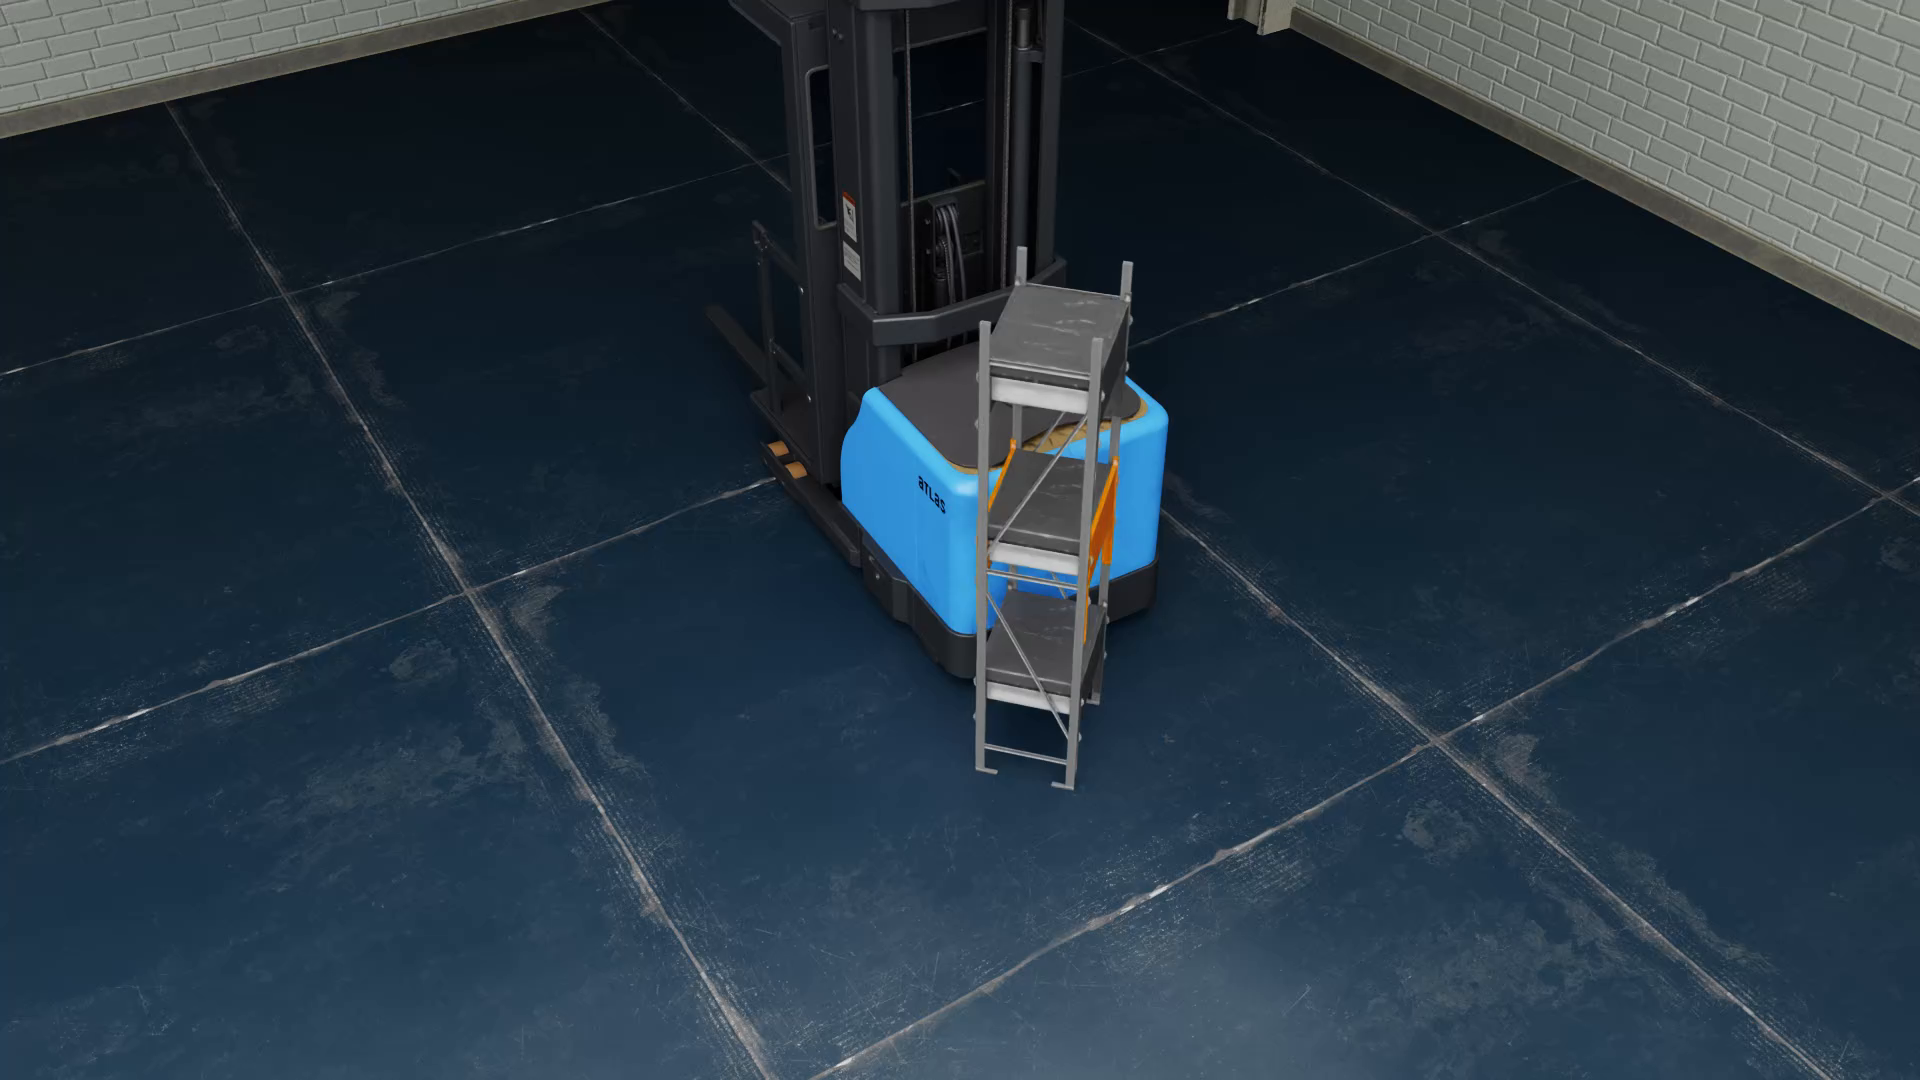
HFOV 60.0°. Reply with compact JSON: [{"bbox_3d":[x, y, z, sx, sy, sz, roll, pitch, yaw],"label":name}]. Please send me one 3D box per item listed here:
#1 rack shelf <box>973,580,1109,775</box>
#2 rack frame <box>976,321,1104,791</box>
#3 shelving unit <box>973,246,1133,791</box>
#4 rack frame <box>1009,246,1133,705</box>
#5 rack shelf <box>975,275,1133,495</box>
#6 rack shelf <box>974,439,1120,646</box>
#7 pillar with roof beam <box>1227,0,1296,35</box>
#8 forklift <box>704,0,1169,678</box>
[{"bbox_3d":[0.323,0.542,6.574,0.431,0.518,0.480,10,41,12],"label":"rack shelf"},{"bbox_3d":[0.257,0.144,5.937,0.400,2.100,0.015,10,41,12],"label":"rack frame"},{"bbox_3d":[0.323,-0.006,6.117,0.431,2.100,0.503,10,41,12],"label":"shelving unit"},{"bbox_3d":[0.388,-0.157,6.298,0.400,2.100,0.015,10,41,12],"label":"rack frame"},{"bbox_3d":[0.323,-0.534,5.678,0.431,0.518,0.480,10,41,12],"label":"rack shelf"},{"bbox_3d":[0.323,0.004,6.126,0.431,0.518,0.480,10,41,12],"label":"rack shelf"},{"bbox_3d":[-1.399,-5.832,7.719,9.100,9.000,0.400,-22,45,-24],"label":"pillar with roof beam"},{"bbox_3d":[-0.317,-1.472,7.227,1.130,2.935,3.031,-21,44,-23],"label":"forklift"}]
